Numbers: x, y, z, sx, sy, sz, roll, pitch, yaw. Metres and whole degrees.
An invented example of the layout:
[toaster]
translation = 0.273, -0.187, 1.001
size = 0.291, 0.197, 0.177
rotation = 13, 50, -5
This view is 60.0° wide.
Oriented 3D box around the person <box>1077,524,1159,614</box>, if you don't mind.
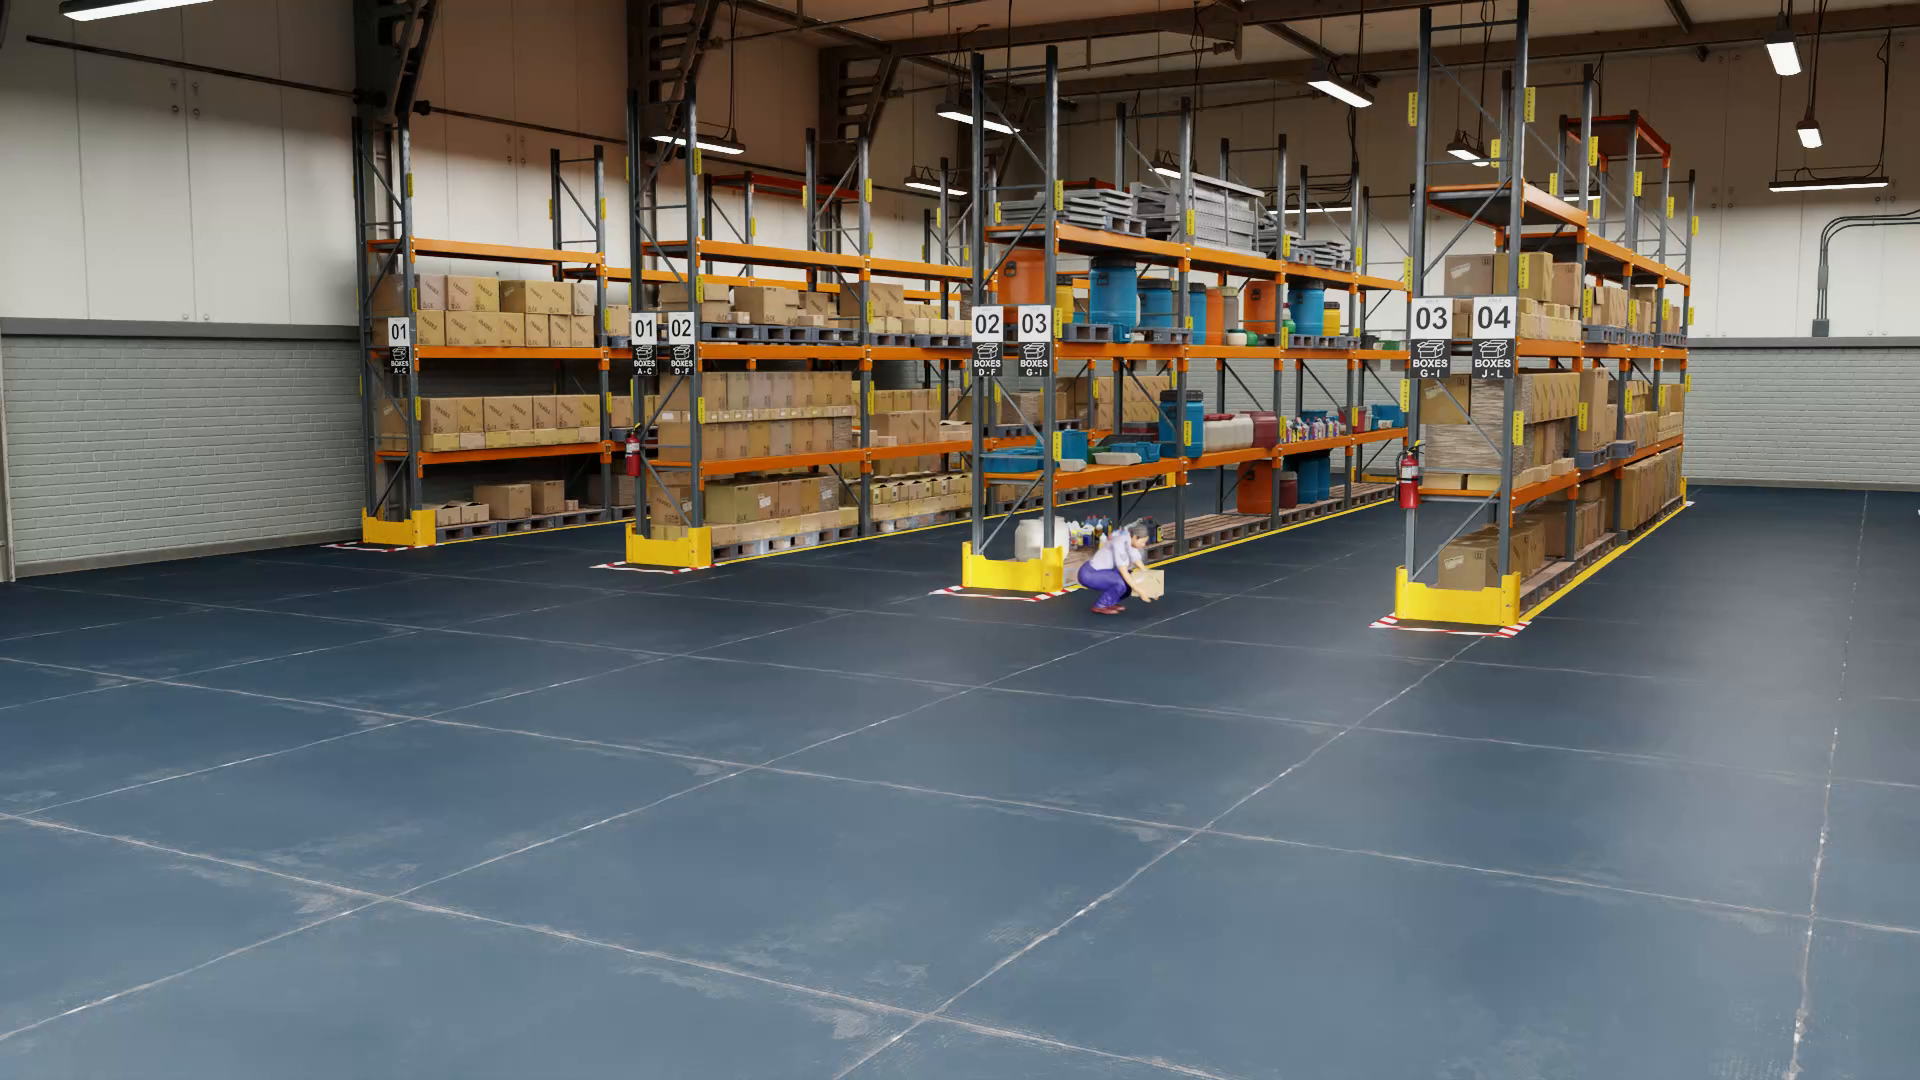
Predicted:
[person]
translation = 1.632, 0.301, 17.148
size = 0.823, 0.915, 0.525
rotation = 3, 7, 29
